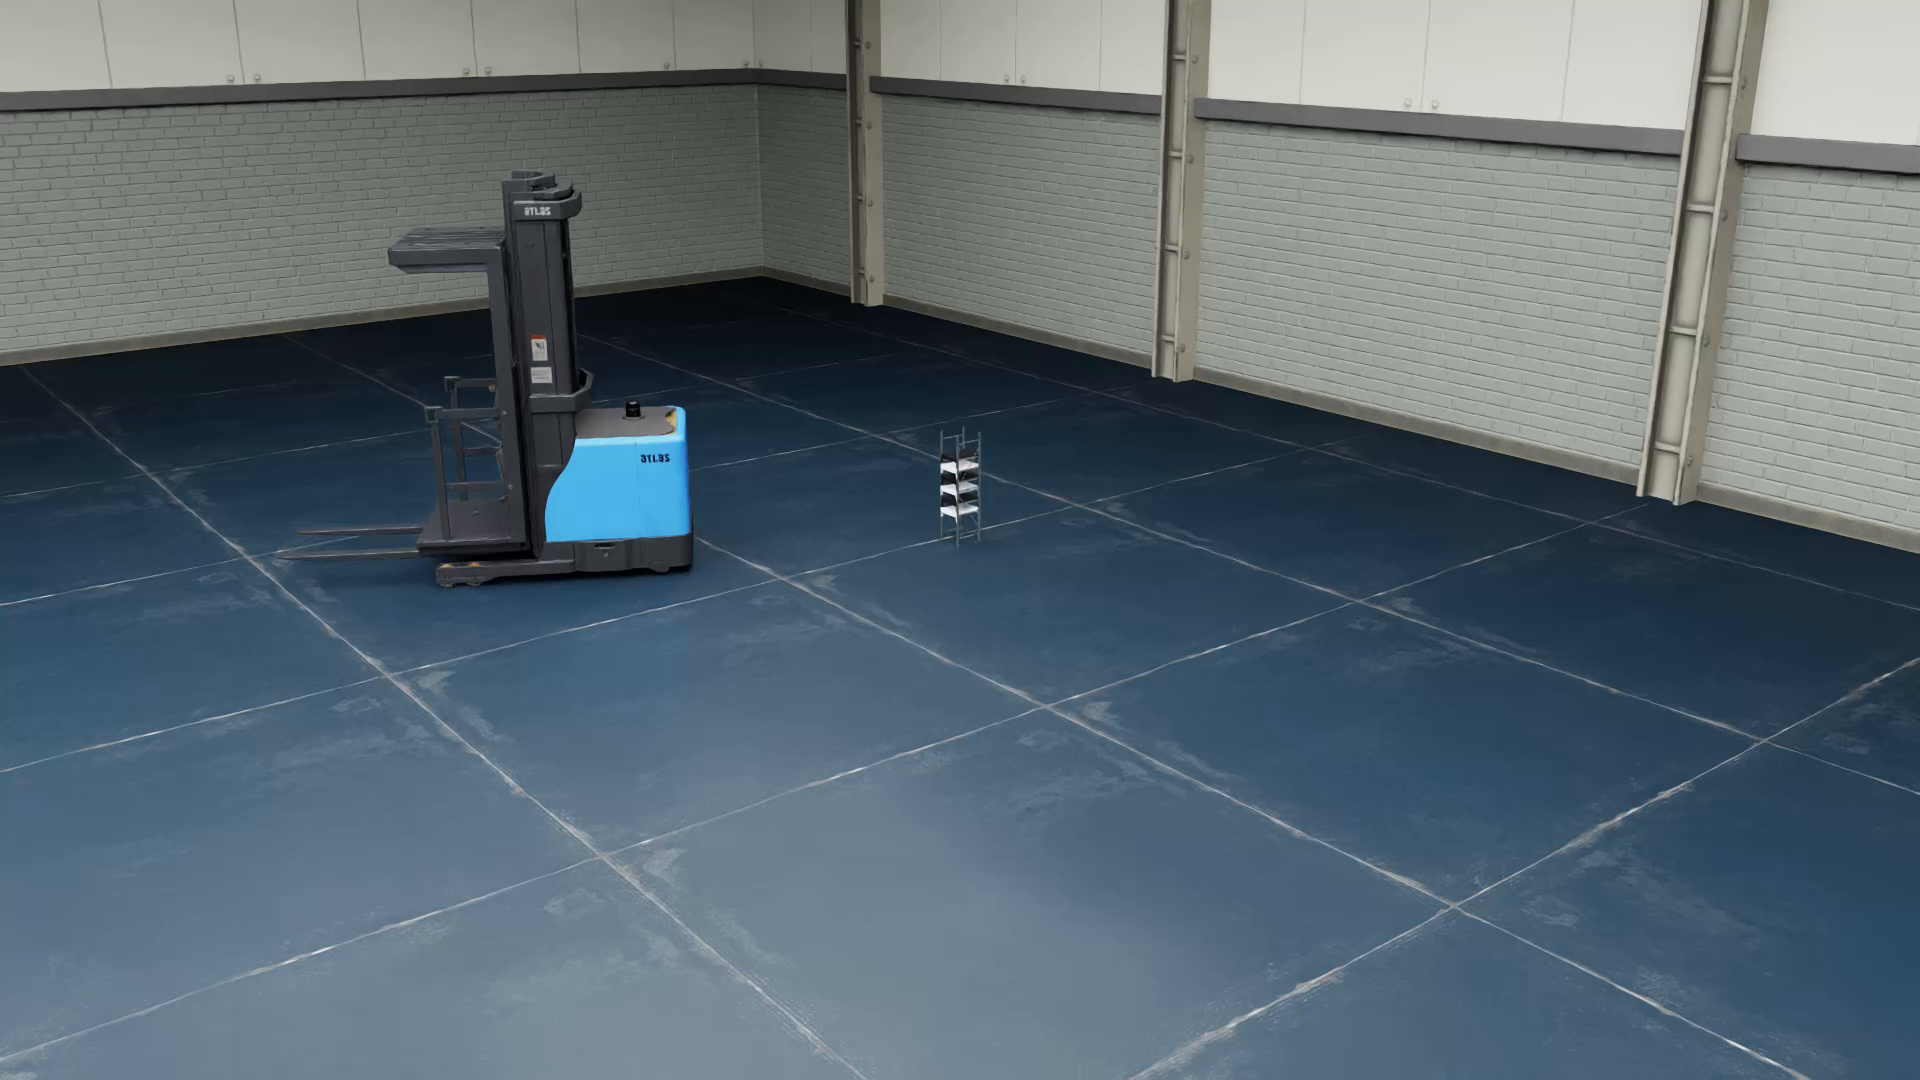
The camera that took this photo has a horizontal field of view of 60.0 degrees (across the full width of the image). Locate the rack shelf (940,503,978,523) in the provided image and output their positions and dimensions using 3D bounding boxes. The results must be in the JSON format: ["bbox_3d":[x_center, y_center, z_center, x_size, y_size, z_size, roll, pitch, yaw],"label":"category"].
[{"bbox_3d":[0.005,-0.223,13.282,0.258,0.077,0.200,-14,23,-36],"label":"rack shelf"}]

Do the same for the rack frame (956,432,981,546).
[{"bbox_3d":[0.068,-0.400,13.139,0.240,0.900,0.006,-14,23,-36],"label":"rack frame"}]

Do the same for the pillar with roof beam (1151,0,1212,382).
[{"bbox_3d":[-0.947,-5.283,15.000,9.100,9.000,0.400,-14,23,-36],"label":"pillar with roof beam"}]

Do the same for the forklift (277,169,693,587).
[{"bbox_3d":[-3.590,-1.222,12.389,3.031,2.935,1.130,-3,19,-8],"label":"forklift"}]

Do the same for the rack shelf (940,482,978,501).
[{"bbox_3d":[0.005,-0.394,13.225,0.258,0.077,0.200,-14,23,-36],"label":"rack shelf"}]

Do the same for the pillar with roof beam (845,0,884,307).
[{"bbox_3d":[-4.672,-6.761,19.465,9.100,9.000,0.400,-14,23,-36],"label":"pillar with roof beam"}]

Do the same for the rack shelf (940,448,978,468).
[{"bbox_3d":[0.005,-0.650,13.141,0.258,0.077,0.200,-14,23,-36],"label":"rack shelf"}]

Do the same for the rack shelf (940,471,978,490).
[{"bbox_3d":[0.005,-0.479,13.197,0.258,0.077,0.200,-14,23,-36],"label":"rack shelf"}]

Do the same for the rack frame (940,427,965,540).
[{"bbox_3d":[-0.058,-0.450,13.291,0.240,0.900,0.006,-14,23,-36],"label":"rack frame"}]

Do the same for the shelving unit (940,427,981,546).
[{"bbox_3d":[0.005,-0.425,13.215,0.258,0.900,0.210,-14,23,-36],"label":"shelving unit"}]

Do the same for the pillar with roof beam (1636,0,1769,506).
[{"bbox_3d":[2.778,-3.804,10.536,9.100,9.000,0.400,-14,23,-36],"label":"pillar with roof beam"}]

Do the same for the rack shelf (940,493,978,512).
[{"bbox_3d":[0.005,-0.308,13.254,0.258,0.077,0.200,-14,23,-36],"label":"rack shelf"}]

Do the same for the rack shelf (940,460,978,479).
[{"bbox_3d":[0.005,-0.564,13.169,0.258,0.077,0.200,-14,23,-36],"label":"rack shelf"}]
